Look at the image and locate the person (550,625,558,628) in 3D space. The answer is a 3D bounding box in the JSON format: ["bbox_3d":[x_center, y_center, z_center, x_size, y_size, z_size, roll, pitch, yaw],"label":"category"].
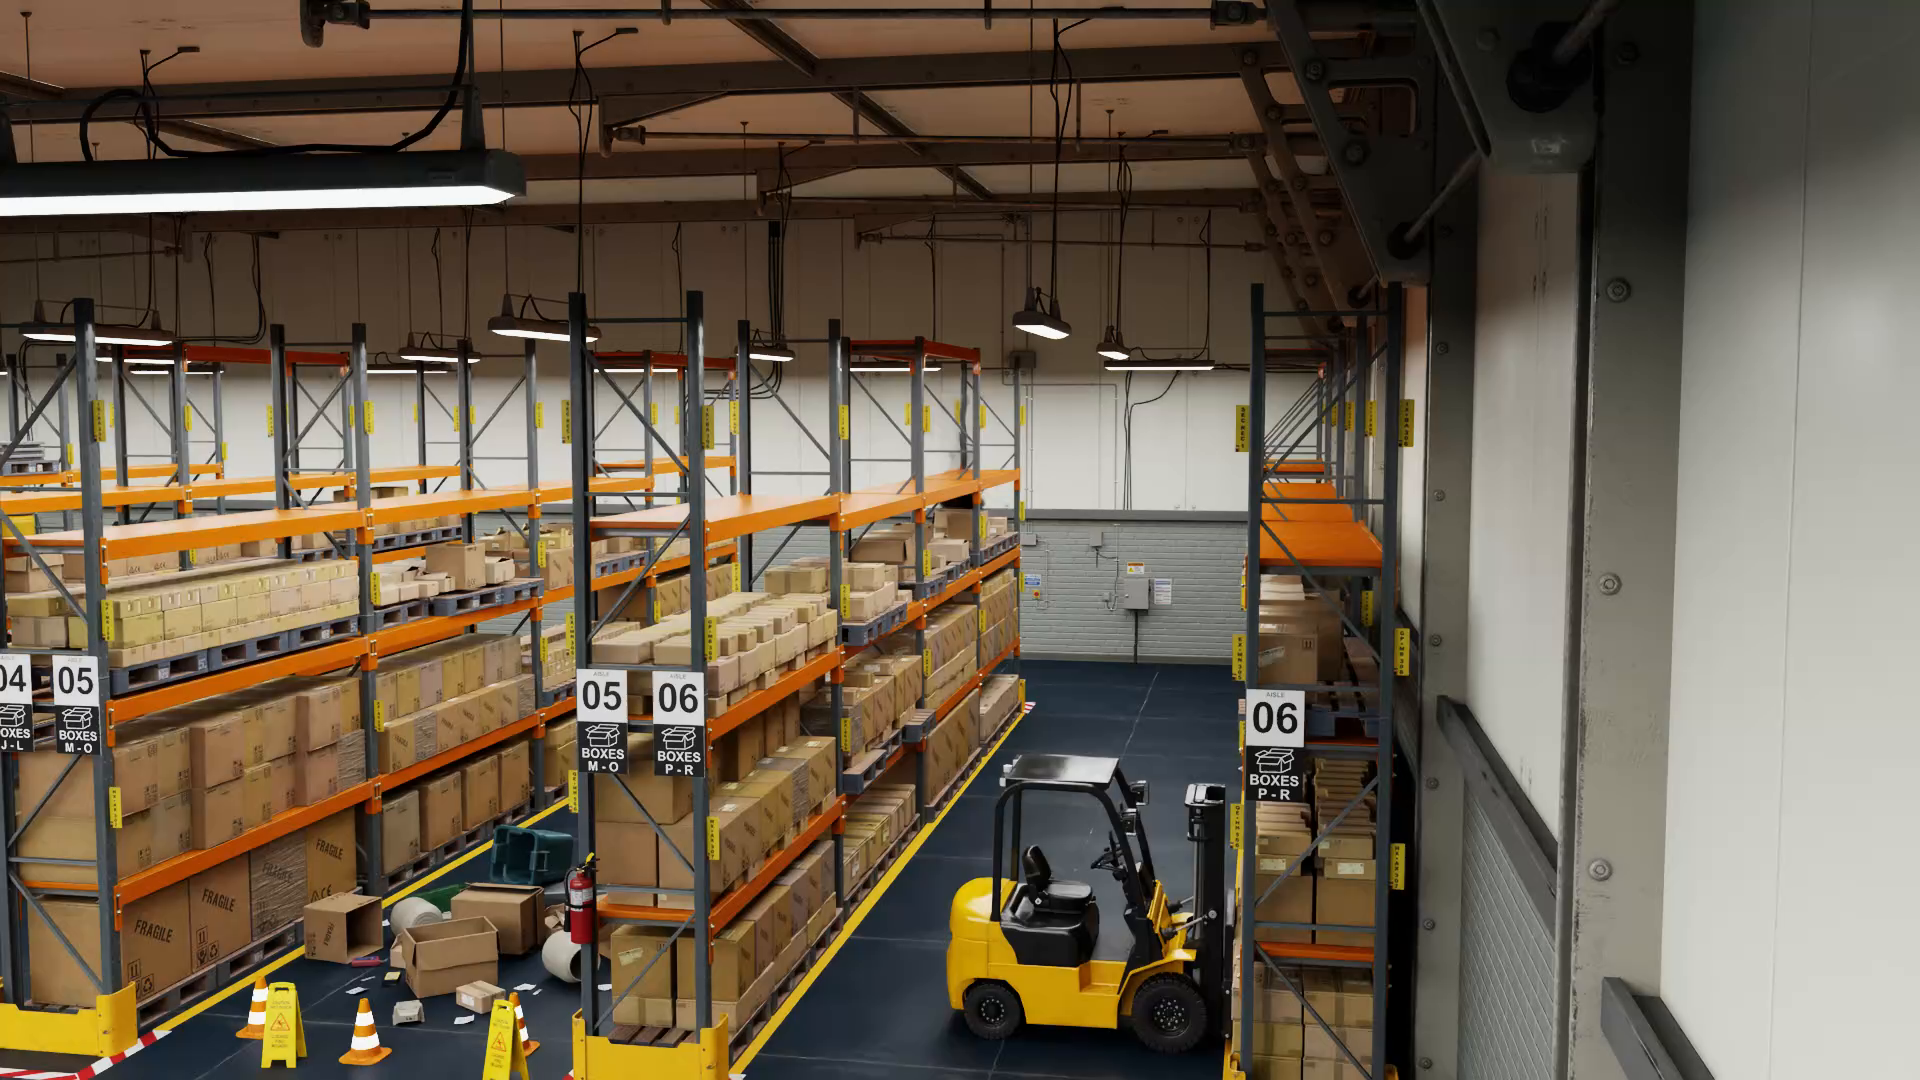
[{"bbox_3d":[-6.457,2.181,26.994,0.746,1.715,1.059,1,5,7],"label":"person"}]
